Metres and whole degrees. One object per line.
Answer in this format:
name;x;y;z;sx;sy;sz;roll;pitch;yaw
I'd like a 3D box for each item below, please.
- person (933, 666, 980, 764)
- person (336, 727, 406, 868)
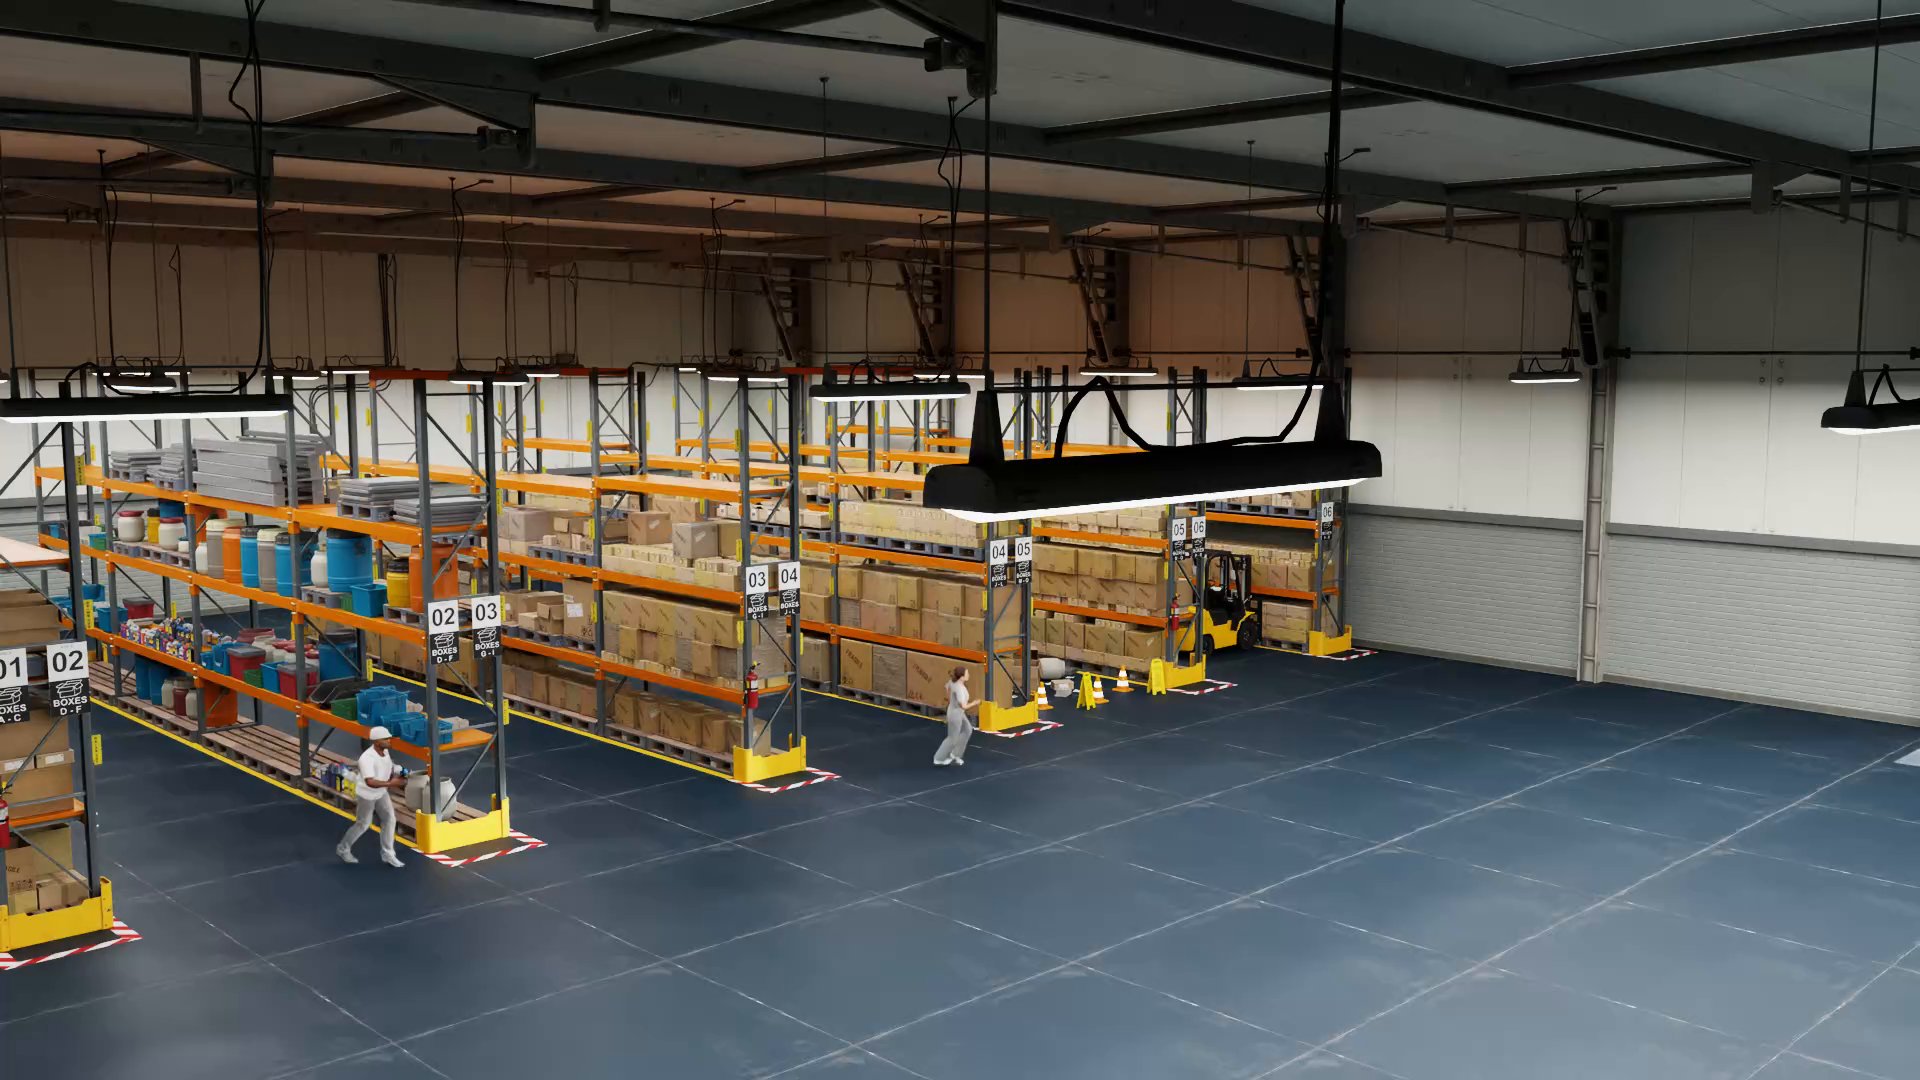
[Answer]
person;-0.049;2.690;25.263;0.712;1.639;0.729;0;6;-3
person;-7.190;3.164;20.394;1.035;1.791;0.639;1;7;12
